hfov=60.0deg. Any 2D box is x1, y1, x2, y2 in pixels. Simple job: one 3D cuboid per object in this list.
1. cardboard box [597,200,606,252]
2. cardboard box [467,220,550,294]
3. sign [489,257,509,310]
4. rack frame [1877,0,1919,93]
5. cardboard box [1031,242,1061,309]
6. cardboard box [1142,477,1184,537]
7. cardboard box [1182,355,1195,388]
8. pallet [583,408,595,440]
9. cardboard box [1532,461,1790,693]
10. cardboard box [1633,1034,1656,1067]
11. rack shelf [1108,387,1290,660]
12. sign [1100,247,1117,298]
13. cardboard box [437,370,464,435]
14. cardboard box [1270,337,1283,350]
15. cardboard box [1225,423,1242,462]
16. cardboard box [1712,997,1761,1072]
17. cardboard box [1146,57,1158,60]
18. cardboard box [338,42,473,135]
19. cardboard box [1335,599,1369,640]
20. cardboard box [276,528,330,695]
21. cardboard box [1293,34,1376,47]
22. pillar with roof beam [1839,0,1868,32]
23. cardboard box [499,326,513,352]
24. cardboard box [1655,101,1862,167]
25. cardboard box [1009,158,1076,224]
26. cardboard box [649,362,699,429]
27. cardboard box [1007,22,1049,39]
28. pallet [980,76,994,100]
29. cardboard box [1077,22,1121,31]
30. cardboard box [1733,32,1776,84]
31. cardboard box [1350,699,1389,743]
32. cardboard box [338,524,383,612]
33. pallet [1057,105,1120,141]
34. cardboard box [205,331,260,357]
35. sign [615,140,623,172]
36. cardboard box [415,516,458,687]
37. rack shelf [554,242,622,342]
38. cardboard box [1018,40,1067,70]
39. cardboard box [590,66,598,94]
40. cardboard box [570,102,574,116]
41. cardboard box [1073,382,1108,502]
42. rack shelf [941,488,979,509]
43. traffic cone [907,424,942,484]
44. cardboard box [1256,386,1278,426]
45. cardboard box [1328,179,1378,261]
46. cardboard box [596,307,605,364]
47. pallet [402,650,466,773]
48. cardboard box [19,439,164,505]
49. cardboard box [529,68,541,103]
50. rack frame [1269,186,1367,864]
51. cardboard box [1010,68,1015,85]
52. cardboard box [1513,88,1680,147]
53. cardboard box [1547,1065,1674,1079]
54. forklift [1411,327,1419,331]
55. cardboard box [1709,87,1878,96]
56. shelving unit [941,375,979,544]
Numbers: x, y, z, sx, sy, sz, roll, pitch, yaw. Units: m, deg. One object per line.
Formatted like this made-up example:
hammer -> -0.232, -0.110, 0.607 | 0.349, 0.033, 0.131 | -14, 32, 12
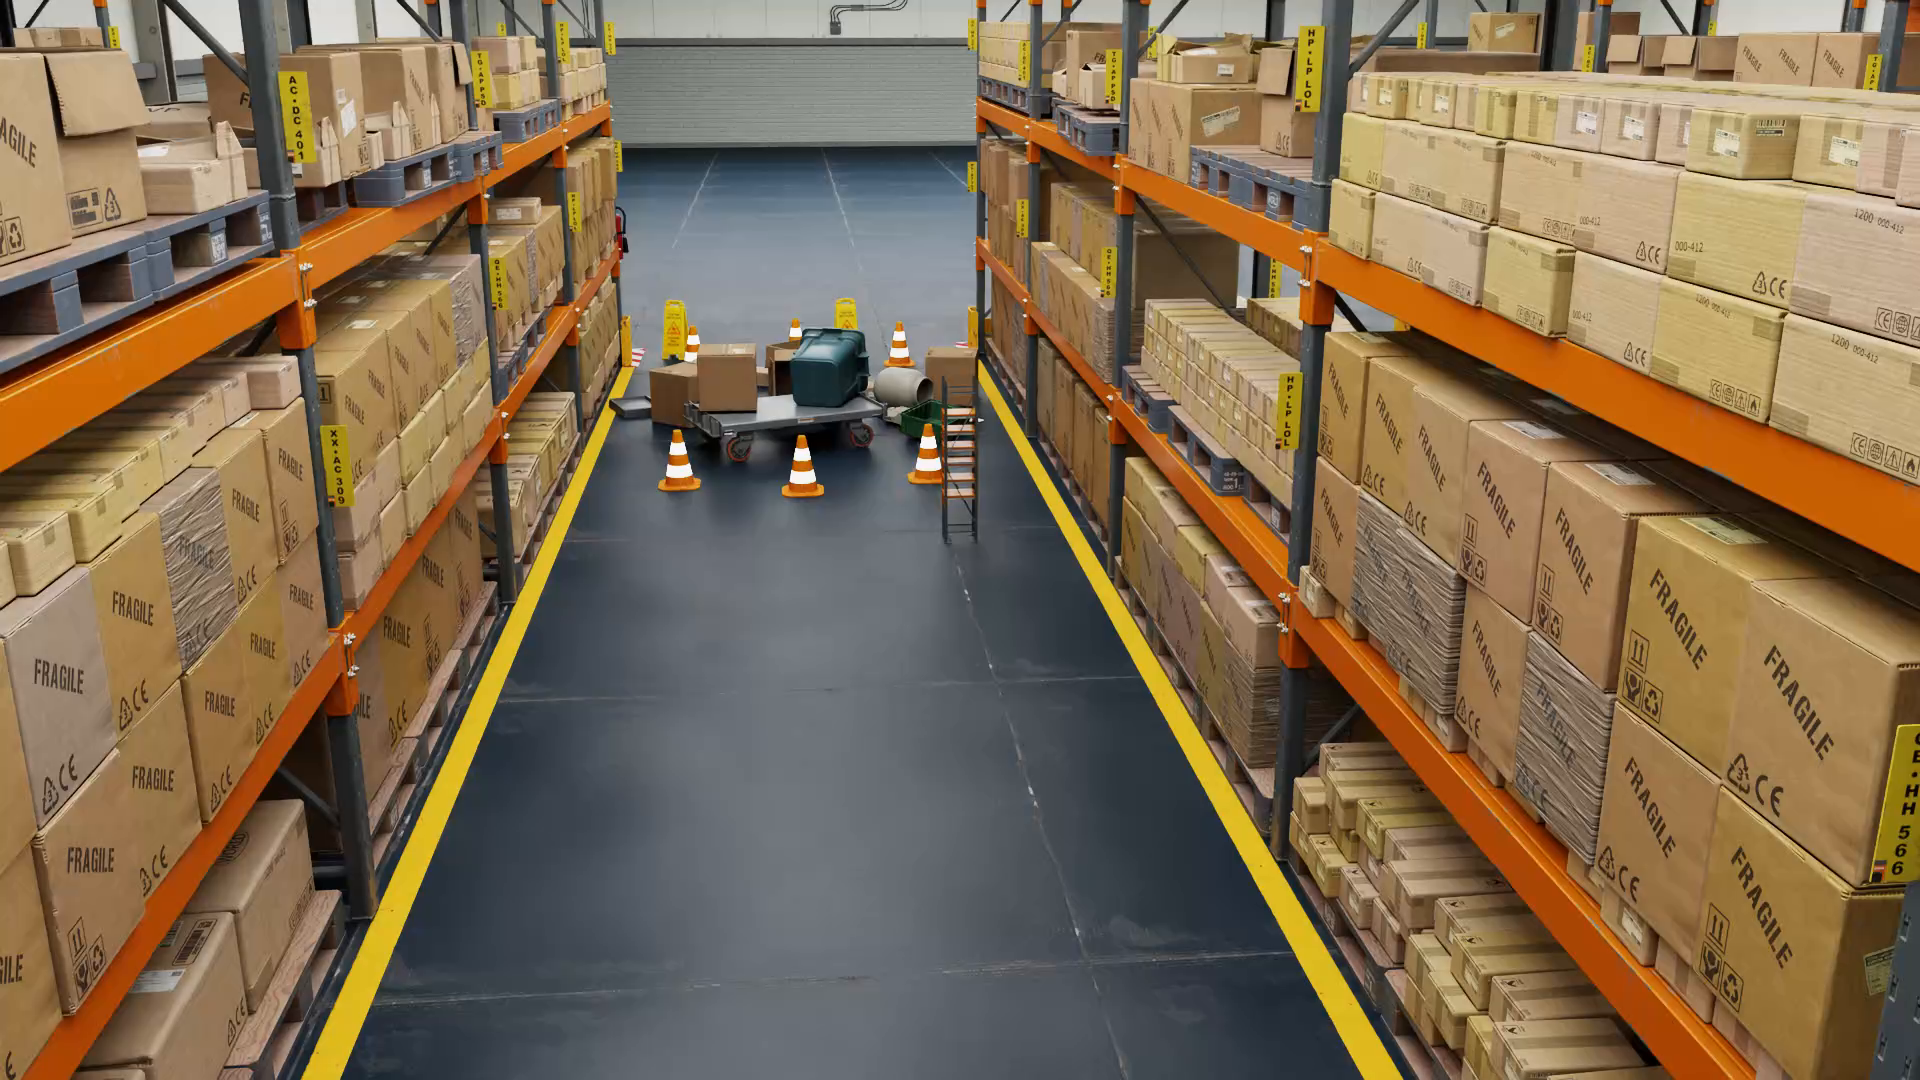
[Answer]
cardboard box -> -3.800, -3.133, 16.485 | 0.500, 0.500, 0.500 | -2, 18, -6
cardboard box -> -3.437, -2.161, 12.688 | 0.500, 0.500, 0.500 | -1, 17, -4
sign -> -2.849, -1.582, 10.275 | 0.100, 0.325, 0.005 | -2, 18, -6
rack frame -> 6.457, -4.180, 10.468 | 1.000, 3.000, 0.127 | -2, 18, -6
cardboard box -> 0.887, -2.269, 14.229 | 0.500, 0.500, 0.500 | -2, 17, -5
cardboard box -> 1.395, -0.196, 10.014 | 0.500, 0.250, 0.500 | -2, 18, -6
cardboard box -> 1.475, -0.957, 9.440 | 0.380, 0.149, 0.250 | -2, 18, -6
pallet -> -3.917, -1.072, 15.239 | 1.003, 0.211, 1.213 | -2, 18, -6
cardboard box -> 1.928, 0.088, 4.556 | 0.500, 0.500, 0.500 | -1, 17, -3
cardboard box -> 2.344, 1.654, 5.463 | 0.380, 0.149, 0.250 | -1, 17, -3
rack shelf -> 1.719, -0.255, 9.184 | 1.077, 0.370, 4.000 | -2, 18, -6
sign -> 0.961, -1.729, 10.743 | 0.100, 0.325, 0.005 | -2, 18, -6
cardboard box -> -2.968, -0.737, 8.934 | 0.500, 0.250, 0.500 | -2, 18, -7
cardboard box -> 2.076, -1.126, 9.978 | 0.380, 0.149, 0.250 | -1, 17, -4
cardboard box -> 1.576, -0.505, 8.495 | 0.380, 0.149, 0.250 | -3, 18, -8
cardboard box -> 2.035, 1.145, 3.941 | 0.380, 0.149, 0.250 | -2, 18, -6
cardboard box -> 1.500, -3.507, 12.614 | 0.500, 0.311, 0.500 | -2, 18, -8
cardboard box -> -3.211, -2.585, 9.520 | 0.797, 0.503, 0.637 | -3, 18, -9
cardboard box -> 1.730, 0.286, 6.677 | 0.380, 0.149, 0.250 | -1, 17, -4
cardboard box -> -2.686, 0.263, 6.165 | 0.500, 0.500, 0.500 | -2, 18, -5
cardboard box -> 1.966, -2.543, 8.818 | 0.396, 0.266, 0.258 | -2, 18, -6
pillar with roof beam -> 15.206, -12.070, 35.601 | 9.100, 9.000, 0.400 | -2, 18, -6
cardboard box -> -3.227, -1.363, 11.228 | 0.380, 0.149, 0.250 | -3, 18, -9
cardboard box -> 1.955, -0.995, 4.081 | 0.380, 0.149, 0.250 | -2, 18, -7
cardboard box -> 0.924, -3.244, 15.450 | 0.875, 0.550, 0.550 | -2, 18, -6
cardboard box -> -2.570, -1.373, 15.712 | 0.500, 0.500, 0.500 | 11, 21, 32
cardboard box -> 0.640, -4.727, 15.438 | 0.380, 0.149, 0.250 | -2, 18, -5
pallet -> 0.775, -4.746, 17.427 | 1.003, 0.211, 1.213 | -2, 18, -6
cardboard box -> 1.294, -4.749, 15.507 | 0.380, 0.149, 0.250 | -2, 17, -5
cardboard box -> 6.059, -3.470, 12.212 | 0.500, 0.500, 0.500 | -1, 17, -5
cardboard box -> 2.113, 0.761, 8.217 | 0.500, 0.500, 0.500 | -1, 17, -3
cardboard box -> -2.771, 0.113, 7.061 | 0.500, 0.250, 0.500 | -2, 18, -7
pallet -> 1.275, -3.059, 12.220 | 1.003, 0.211, 1.213 | -1, 17, -3
cardboard box -> -3.344, -0.624, 7.320 | 0.500, 0.500, 0.500 | -1, 17, -5
sign -> -3.671, -4.109, 17.798 | 0.100, 0.325, 0.005 | -2, 18, -6
cardboard box -> -3.324, 0.276, 9.136 | 0.875, 0.875, 0.875 | -2, 17, -5
rack shelf -> -4.019, -2.456, 16.193 | 1.077, 0.370, 4.000 | -2, 18, -6
cardboard box -> 0.794, -4.274, 14.663 | 0.500, 0.250, 0.500 | -2, 18, -6
cardboard box -> -3.796, -4.448, 16.083 | 0.500, 0.250, 0.500 | -1, 17, -4
cardboard box -> -3.711, -3.921, 15.070 | 0.380, 0.149, 0.250 | -2, 18, -7
cardboard box -> 1.446, -0.766, 12.664 | 1.050, 0.750, 0.750 | -2, 17, -5
rack shelf -> -0.001, -0.305, 12.096 | 0.258, 0.103, 0.180 | -2, 18, -6
traffic cone -> -0.263, -0.730, 13.729 | 0.336, 0.463, 0.334 | -2, 18, -6
cardboard box -> 1.637, -0.638, 7.926 | 0.380, 0.149, 0.250 | -2, 18, -7
cardboard box -> 1.711, -1.216, 6.286 | 0.500, 0.250, 0.500 | -1, 17, -3
cardboard box -> -3.724, -1.947, 16.009 | 0.500, 0.500, 0.500 | -1, 17, -3
pallet -> -3.271, 0.919, 8.898 | 1.003, 0.211, 1.213 | -2, 18, -6
cardboard box -> -2.571, -0.189, 4.853 | 0.380, 0.149, 0.250 | -2, 18, -7
cardboard box -> -3.609, -3.594, 13.157 | 0.500, 0.250, 0.500 | -2, 18, -7
rack frame -> 1.925, -0.003, 7.178 | 1.000, 3.000, 0.127 | -2, 18, -6
cardboard box -> 0.664, -4.272, 15.322 | 0.380, 0.149, 0.250 | -2, 18, -5
cardboard box -> 1.842, -1.226, 4.818 | 0.380, 0.149, 0.250 | -2, 18, -7
cardboard box -> 1.946, 1.686, 4.864 | 0.380, 0.149, 0.250 | -2, 18, -8
forklift -> 4.020, -1.668, 12.598 | 1.130, 2.935, 3.031 | 0, 17, 0
cardboard box -> 2.435, -1.247, 4.883 | 0.380, 0.149, 0.250 | -2, 18, -7
shelving unit -> -0.002, -0.577, 12.011 | 0.258, 1.200, 0.189 | -2, 18, -6
